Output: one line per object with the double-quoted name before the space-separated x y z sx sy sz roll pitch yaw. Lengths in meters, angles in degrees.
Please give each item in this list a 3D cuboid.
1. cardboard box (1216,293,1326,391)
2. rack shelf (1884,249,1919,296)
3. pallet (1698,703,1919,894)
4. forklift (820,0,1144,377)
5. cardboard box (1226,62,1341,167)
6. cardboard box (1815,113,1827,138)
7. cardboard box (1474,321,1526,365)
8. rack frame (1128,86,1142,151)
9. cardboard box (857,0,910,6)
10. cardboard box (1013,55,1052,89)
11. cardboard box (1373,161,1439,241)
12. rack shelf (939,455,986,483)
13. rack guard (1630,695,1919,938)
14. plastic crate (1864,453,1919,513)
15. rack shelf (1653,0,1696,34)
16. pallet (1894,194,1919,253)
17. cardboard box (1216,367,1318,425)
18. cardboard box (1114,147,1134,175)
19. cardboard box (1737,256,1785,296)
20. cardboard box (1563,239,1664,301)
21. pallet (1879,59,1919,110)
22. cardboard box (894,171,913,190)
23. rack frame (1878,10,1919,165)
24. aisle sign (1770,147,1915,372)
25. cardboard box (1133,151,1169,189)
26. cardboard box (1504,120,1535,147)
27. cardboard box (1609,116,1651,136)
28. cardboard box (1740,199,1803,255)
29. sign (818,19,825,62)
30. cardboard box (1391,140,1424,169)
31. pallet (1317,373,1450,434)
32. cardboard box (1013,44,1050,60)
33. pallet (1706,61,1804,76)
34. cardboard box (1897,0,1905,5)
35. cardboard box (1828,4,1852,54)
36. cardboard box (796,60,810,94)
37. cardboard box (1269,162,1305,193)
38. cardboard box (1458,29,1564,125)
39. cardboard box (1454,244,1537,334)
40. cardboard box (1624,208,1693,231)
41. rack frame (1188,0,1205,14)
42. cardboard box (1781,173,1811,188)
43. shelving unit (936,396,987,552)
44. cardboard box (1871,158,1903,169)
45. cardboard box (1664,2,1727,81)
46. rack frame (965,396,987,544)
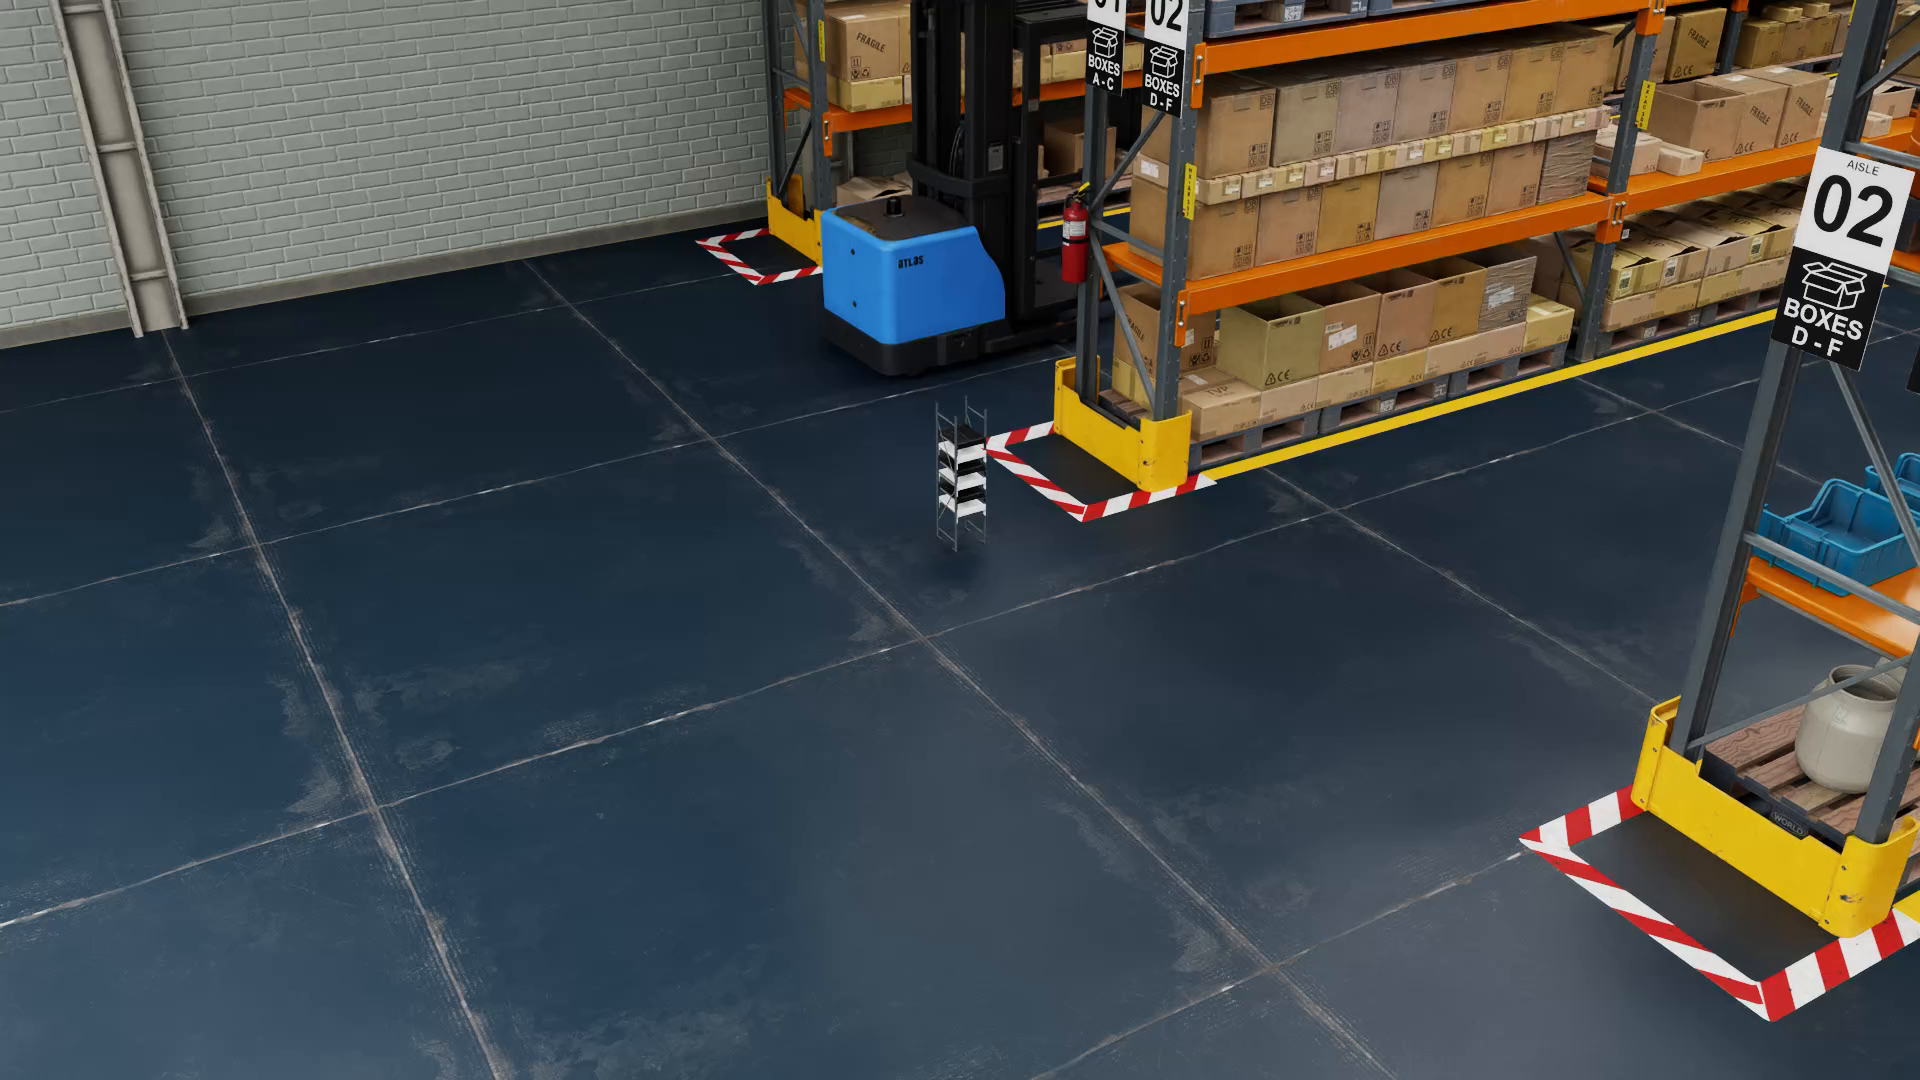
"cardboard box" 2.101 -1.371 11.265 0.500 0.500 0.500 -16 33 -26
"rack shelf" 5.327 -1.325 7.186 4.000 0.370 1.077 -16 33 -26
"pallet" 4.347 1.149 7.949 1.213 0.211 1.003 -16 33 -26
"forklift" 0.448 -3.025 12.699 3.031 2.935 1.130 -17 33 -28
"cardboard box" 2.001 -2.766 10.711 0.500 0.500 0.700 -17 33 -28
"cardboard box" 6.922 -3.414 13.591 0.250 0.149 0.380 -13 32 -23
"cardboard box" 3.820 -1.537 12.343 0.500 0.250 0.500 -16 33 -26
"rack frame" 2.032 -4.943 16.102 0.127 3.000 1.000 -16 33 -26
"cardboard box" -0.679 -4.558 14.764 0.500 0.500 0.500 -15 32 -26
"cardboard box" 0.484 -4.272 15.021 0.500 0.250 0.500 -16 32 -26
"cardboard box" 2.838 -2.434 11.452 0.500 0.500 0.700 -15 32 -25
"rack shelf" 0.007 -0.446 10.009 0.200 0.077 0.258 -16 33 -26
"rack guard" 3.644 1.219 7.523 0.348 0.500 1.175 -16 33 -26
"plastic crate" 4.445 -0.175 7.617 0.408 0.251 0.499 -16 33 -26
"rack shelf" 6.269 -4.368 12.701 4.000 0.370 1.077 -16 33 -26
"pallet" 4.365 -1.229 6.464 1.213 0.211 1.003 -16 33 -26
"cardboard box" 2.100 -1.044 11.448 0.500 0.250 0.500 -16 33 -26
"cardboard box" 1.586 -3.752 16.421 0.250 0.166 0.380 -21 35 -33
"cardboard box" 6.344 -2.232 13.602 0.500 0.250 0.500 -15 32 -25
"cardboard box" 5.027 -2.103 12.787 0.500 0.311 0.500 -16 33 -26
"pallet" 8.542 -3.971 14.539 1.003 0.211 1.213 -16 33 -26
"cardboard box" -0.283 -3.251 15.363 0.500 0.311 0.500 -13 31 -22
"rack frame" 7.993 -3.859 14.139 0.127 3.000 1.000 -16 33 -26
"aisle sign" 3.390 -1.081 6.414 0.004 0.787 0.394 -16 33 -26
"cardboard box" 1.329 -2.402 10.723 0.250 0.149 0.380 -16 33 -27
"cardboard box" 3.754 -2.863 11.558 0.250 0.149 0.380 -16 33 -26
"cardboard box" 5.210 -3.113 12.926 0.258 0.266 0.396 -17 33 -28
"cardboard box" 6.785 -2.602 13.691 0.500 0.311 0.500 -16 33 -27
"sign" -1.142 -4.117 13.709 0.005 0.325 0.100 -16 33 -26
"cardboard box" 2.869 -2.611 11.102 0.250 0.149 0.380 -16 32 -26
"pallet" 2.785 -1.182 12.173 1.213 0.211 1.003 -16 33 -26
"cardboard box" 0.466 -4.599 14.837 0.500 0.500 0.500 -15 32 -25
"pallet" 9.625 -5.834 20.603 1.213 0.211 1.003 -16 33 -26
"cardboard box" 11.807 -6.934 21.190 0.250 0.149 0.380 -16 33 -27
"cardboard box" 10.960 -6.511 21.096 0.500 0.500 0.700 -17 33 -28
"cardboard box" -1.112 -4.102 14.713 0.500 0.250 0.500 -15 32 -26
"cardboard box" 1.985 -2.362 10.650 0.250 0.149 0.380 -16 33 -26
"cardboard box" 3.730 -3.257 11.600 0.500 0.500 0.700 -16 33 -26
"cardboard box" 3.819 -1.867 12.163 0.500 0.500 0.500 -16 33 -26
"cardboard box" 5.626 -2.576 13.643 0.500 0.311 0.500 -16 33 -26
"rack frame" 1.096 -4.528 9.141 0.127 3.000 1.000 -16 33 -26
"cardboard box" 7.393 -3.079 14.556 0.500 0.311 0.500 -15 32 -25
"shelving unit" 0.007 -0.396 10.036 0.210 0.900 0.258 -16 33 -26
"cardboard box" 8.681 -3.284 15.229 0.500 0.500 0.500 -15 32 -24
"cardboard box" 8.435 -5.931 19.682 0.750 0.750 0.750 -15 32 -26
"rack frame" 0.095 -0.421 10.081 0.006 0.900 0.240 -16 33 -26
